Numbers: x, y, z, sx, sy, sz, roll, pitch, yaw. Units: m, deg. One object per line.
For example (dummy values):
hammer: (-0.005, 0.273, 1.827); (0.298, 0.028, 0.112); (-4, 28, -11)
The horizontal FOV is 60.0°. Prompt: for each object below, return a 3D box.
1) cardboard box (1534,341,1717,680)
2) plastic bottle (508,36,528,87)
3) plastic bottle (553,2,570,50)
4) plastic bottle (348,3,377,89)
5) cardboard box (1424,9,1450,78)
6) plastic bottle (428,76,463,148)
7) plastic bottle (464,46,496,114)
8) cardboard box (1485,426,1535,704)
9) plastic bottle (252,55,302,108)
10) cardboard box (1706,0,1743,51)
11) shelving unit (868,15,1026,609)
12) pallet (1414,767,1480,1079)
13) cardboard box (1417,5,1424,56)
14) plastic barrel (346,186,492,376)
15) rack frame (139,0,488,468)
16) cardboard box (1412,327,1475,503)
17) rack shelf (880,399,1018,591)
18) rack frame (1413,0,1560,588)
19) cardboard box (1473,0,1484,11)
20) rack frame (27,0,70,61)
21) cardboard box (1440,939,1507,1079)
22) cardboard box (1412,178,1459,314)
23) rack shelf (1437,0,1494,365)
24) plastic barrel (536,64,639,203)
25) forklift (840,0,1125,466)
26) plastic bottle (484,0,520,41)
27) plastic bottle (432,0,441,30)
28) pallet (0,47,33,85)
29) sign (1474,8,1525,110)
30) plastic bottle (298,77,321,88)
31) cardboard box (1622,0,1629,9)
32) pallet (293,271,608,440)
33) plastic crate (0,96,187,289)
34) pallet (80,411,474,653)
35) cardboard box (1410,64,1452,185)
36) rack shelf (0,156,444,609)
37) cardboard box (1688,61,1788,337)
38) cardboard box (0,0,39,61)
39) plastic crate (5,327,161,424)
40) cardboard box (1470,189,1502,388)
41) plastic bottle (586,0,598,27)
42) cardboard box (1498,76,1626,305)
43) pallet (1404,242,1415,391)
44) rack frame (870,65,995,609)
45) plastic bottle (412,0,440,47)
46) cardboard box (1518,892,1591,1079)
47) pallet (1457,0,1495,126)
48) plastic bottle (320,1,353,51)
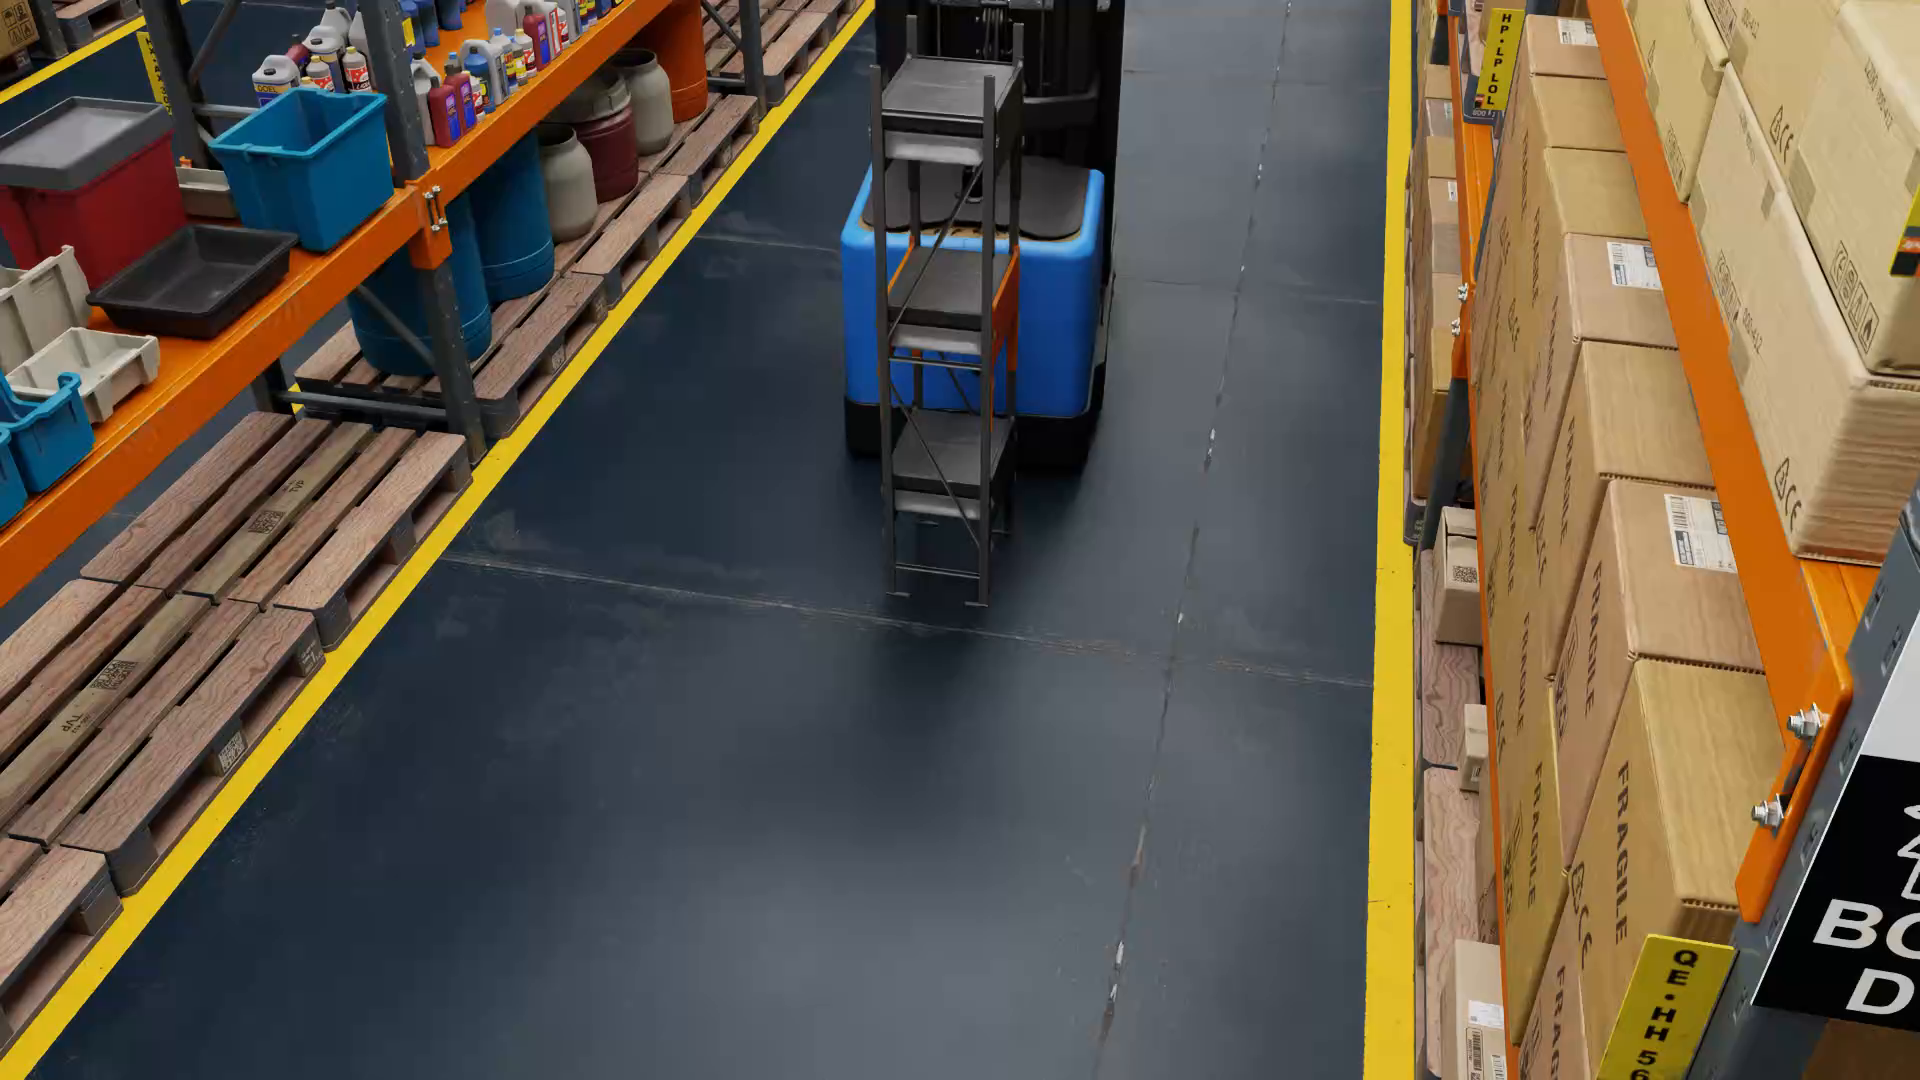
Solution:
cardboard box: (1.456, -0.031, 3.299); (0.500, 0.500, 0.500); (8, 37, 11)
plastic bottle: (-1.946, -2.090, 7.248); (0.097, 0.201, 0.097); (0, 36, 0)
plastic bottle: (-1.847, -2.356, 7.614); (0.097, 0.201, 0.097); (0, 36, 0)
plastic bottle: (-2.550, -2.155, 7.209); (0.144, 0.351, 0.185); (7, 37, 10)
cardboard box: (2.996, -2.910, 9.716); (0.500, 0.311, 0.500); (8, 37, 11)
plastic bottle: (-2.073, -1.734, 6.686); (0.061, 0.283, 0.133); (7, 37, 10)
plastic bottle: (-2.017, -1.930, 6.967); (0.097, 0.271, 0.097); (0, 36, 0)
cardboard box: (1.573, 0.088, 3.987); (0.500, 0.500, 0.500); (7, 36, 9)
plastic bottle: (-2.799, -1.841, 6.840); (0.152, 0.276, 0.135); (7, 37, 10)
cardboard box: (1.494, -0.964, 2.670); (0.500, 0.250, 0.500); (7, 37, 10)
shelving unit: (-0.035, -0.755, 6.003); (0.431, 2.100, 0.503); (7, 37, 10)
pallet: (1.864, 1.223, 4.883); (1.003, 0.211, 1.213); (7, 37, 10)
cardboard box: (3.216, -3.268, 10.688); (0.500, 0.250, 0.500); (8, 37, 11)
plastic barrel: (-2.435, -1.255, 7.355); (0.600, 0.901, 0.708); (7, 37, 10)
rack frame: (-2.568, -1.625, 6.436); (1.000, 3.000, 0.127); (7, 37, 10)
cardboard box: (2.096, -0.486, 6.620); (0.500, 0.500, 0.500); (7, 37, 10)
rack shelf: (-0.035, -0.177, 6.422); (0.431, 0.518, 0.480); (7, 37, 10)
rack frame: (2.270, -1.002, 5.576); (1.000, 3.000, 0.127); (7, 37, 10)
cardboard box: (2.719, -2.630, 7.379); (0.700, 0.500, 0.500); (14, 38, 19)
rack frame: (-6.552, -4.539, 10.456); (1.000, 3.000, 0.127); (7, 37, 10)
cardboard box: (1.524, 1.343, 4.309); (0.500, 0.250, 0.500); (7, 37, 10)
cardboard box: (2.424, -1.348, 7.809); (0.500, 0.500, 0.500); (6, 36, 8)
rack shelf: (2.698, -1.857, 7.369); (1.077, 0.370, 4.000); (7, 37, 10)
plastic barrel: (-2.043, -2.181, 8.901); (0.600, 0.588, 0.708); (7, 37, 10)
forklift: (0.204, -2.355, 7.501); (1.130, 2.935, 3.031); (4, 36, 6)
plastic bottle: (-2.048, -2.342, 7.531); (0.152, 0.276, 0.135); (7, 37, 10)
plastic bottle: (-2.535, -2.550, 7.817); (0.152, 0.276, 0.135); (7, 37, 10)
pallet: (-6.794, -2.967, 10.664); (1.003, 0.211, 1.213); (7, 37, 10)
sign: (1.727, -1.538, 5.329); (0.100, 0.325, 0.005); (7, 37, 10)
plastic bottle: (-2.674, -1.806, 6.855); (0.097, 0.201, 0.097); (0, 36, 0)
cardboard box: (1.706, -1.335, 3.608); (0.500, 0.250, 0.500); (7, 37, 10)
pallet: (-2.362, -0.933, 7.857); (1.003, 0.211, 1.213); (7, 37, 10)
plastic crate: (-3.004, -1.194, 5.736); (0.402, 0.464, 0.583); (7, 37, 10)
pallet: (-2.687, -0.069, 6.666); (1.003, 0.211, 1.213); (7, 37, 10)
cardboard box: (2.748, -2.236, 9.034); (0.500, 0.500, 0.500); (9, 37, 12)
rack shelf: (-2.995, -0.187, 5.065); (1.077, 0.370, 4.000); (7, 37, 10)
cardboard box: (1.386, -0.475, 2.421); (0.500, 0.250, 0.500); (7, 37, 10)
cardboard box: (-6.720, -3.455, 10.414); (1.225, 0.875, 0.875); (6, 36, 8)
plastic crate: (-2.646, -0.506, 5.066); (0.293, 0.136, 0.466); (7, 37, 10)
cardboard box: (1.895, -0.784, 5.191); (0.500, 0.500, 0.500); (8, 37, 11)
plastic bottle: (-1.777, -2.573, 7.853); (0.097, 0.271, 0.097); (0, 36, 0)
cardboard box: (1.785, -0.916, 4.521); (0.500, 0.500, 0.500); (6, 36, 9)
pallet: (2.666, -1.045, 8.012); (1.003, 0.211, 1.213); (7, 37, 10)
rack frame: (-0.087, -0.615, 5.810); (0.400, 2.100, 0.015); (7, 37, 10)
plastic bottle: (-2.459, -2.410, 7.628); (0.097, 0.271, 0.097); (0, 36, 0)
cardboard box: (1.246, 0.960, 2.784); (0.500, 0.500, 0.500); (8, 37, 11)
pallet: (2.714, -2.102, 7.257); (1.003, 0.211, 1.213); (7, 37, 10)
plastic bottle: (-2.691, -2.173, 7.234); (0.144, 0.351, 0.185); (7, 37, 10)
